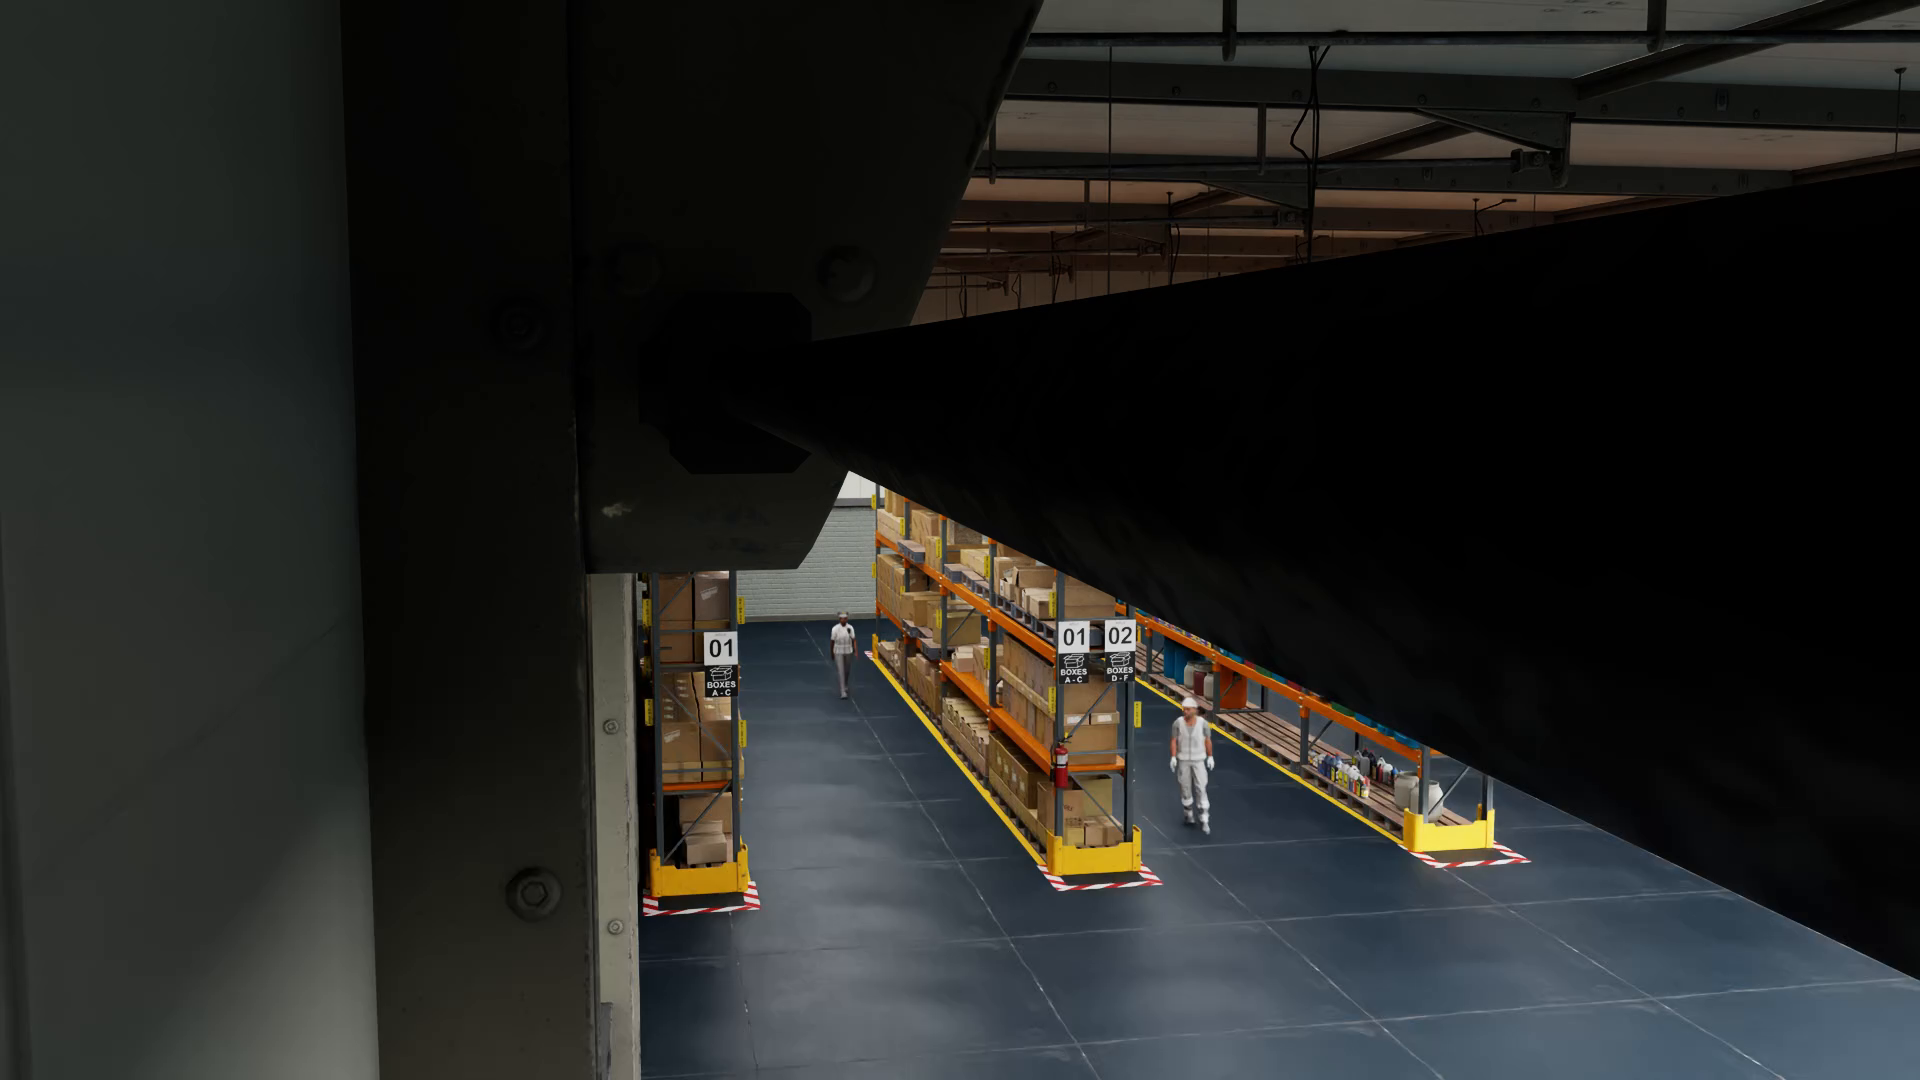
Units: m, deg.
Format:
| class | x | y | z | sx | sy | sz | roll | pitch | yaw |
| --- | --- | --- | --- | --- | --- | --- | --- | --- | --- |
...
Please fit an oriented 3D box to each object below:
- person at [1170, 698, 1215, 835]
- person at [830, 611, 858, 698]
| class | x | y | z | sx | sy | sz | roll | pitch | yaw |
| --- | --- | --- | --- | --- | --- | --- | --- | --- | --- |
| person | 3.201 | 3.088 | 22.995 | 0.607 | 1.798 | 0.673 | 2 | 6 | 15 |
| person | -2.255 | 2.184 | 32.309 | 0.502 | 1.633 | 1.033 | -1 | 6 | -14 |
